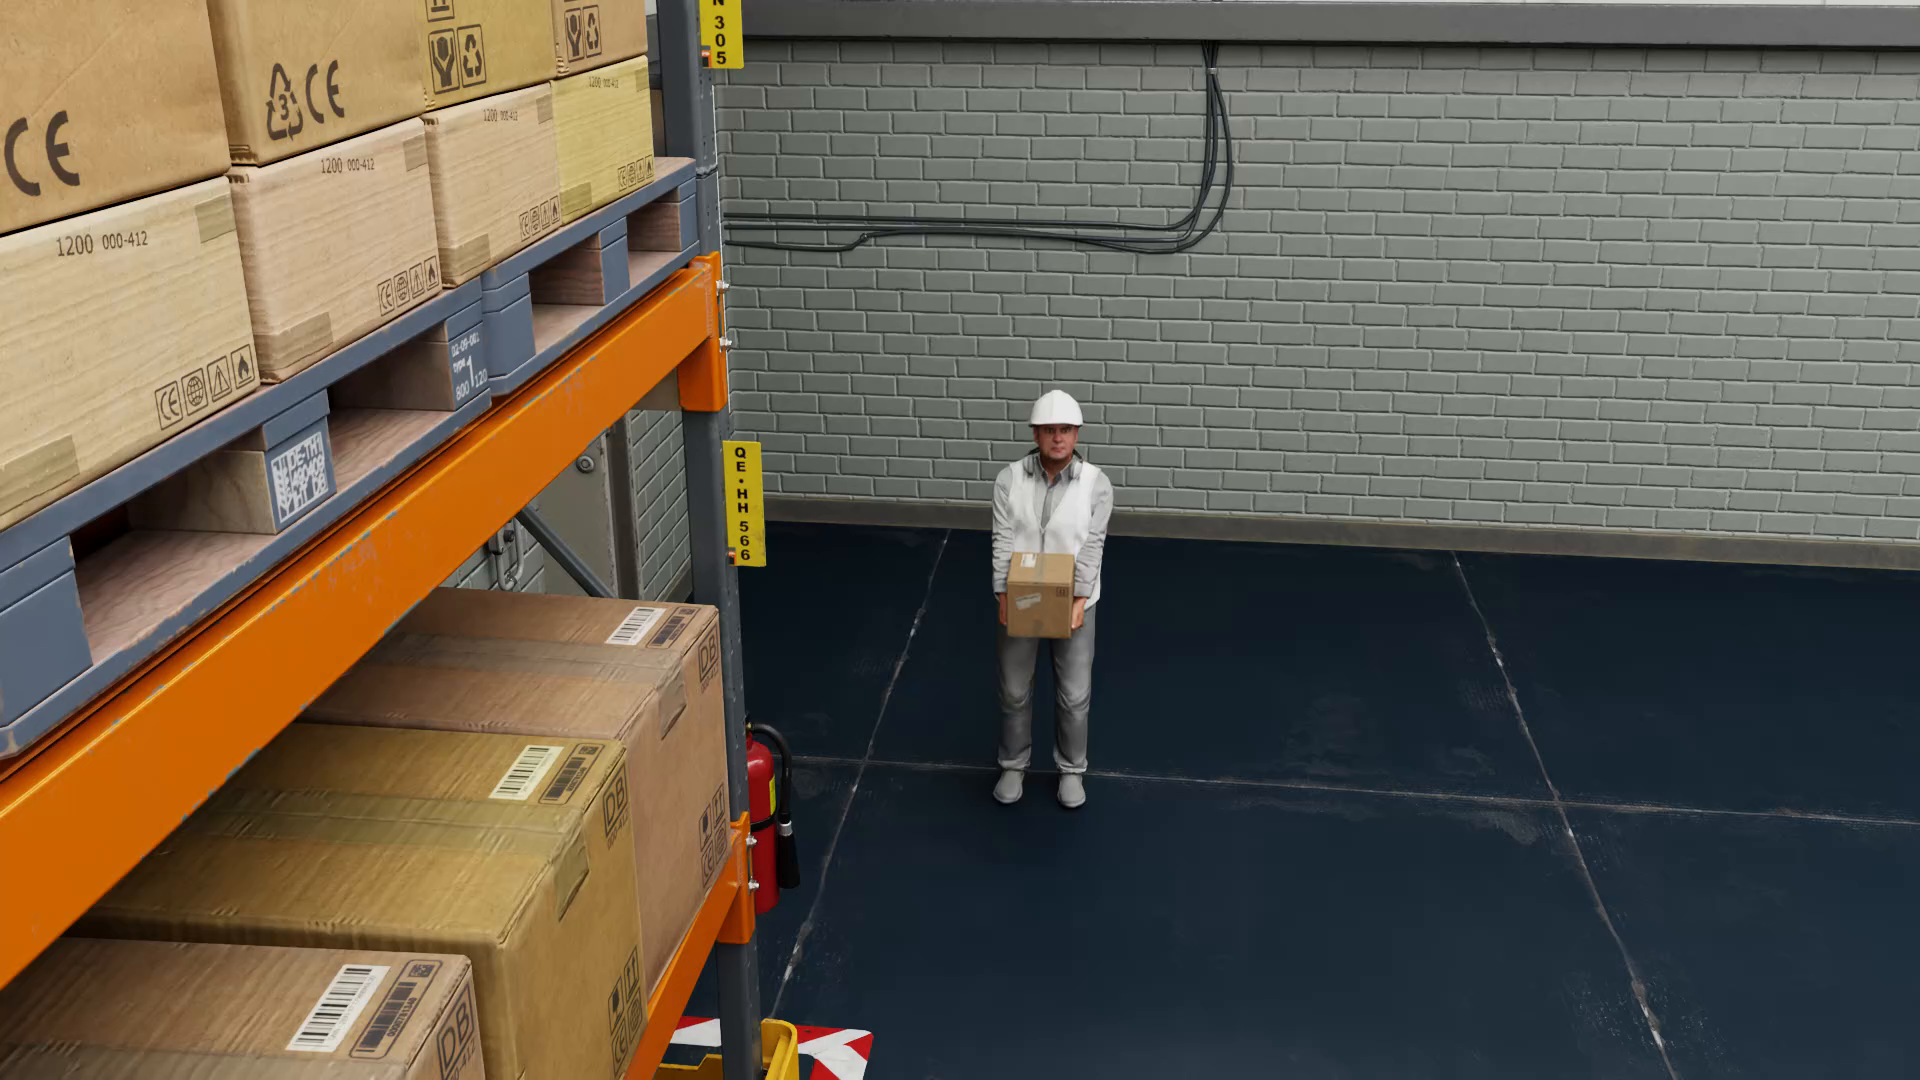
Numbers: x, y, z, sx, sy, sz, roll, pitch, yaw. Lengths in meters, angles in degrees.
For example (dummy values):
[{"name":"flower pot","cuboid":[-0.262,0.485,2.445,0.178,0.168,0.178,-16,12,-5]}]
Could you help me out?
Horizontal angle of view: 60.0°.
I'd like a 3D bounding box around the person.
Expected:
[{"name":"person","cuboid":[0.362,0.283,6.822,0.494,1.762,0.556,3,21,7]}]
